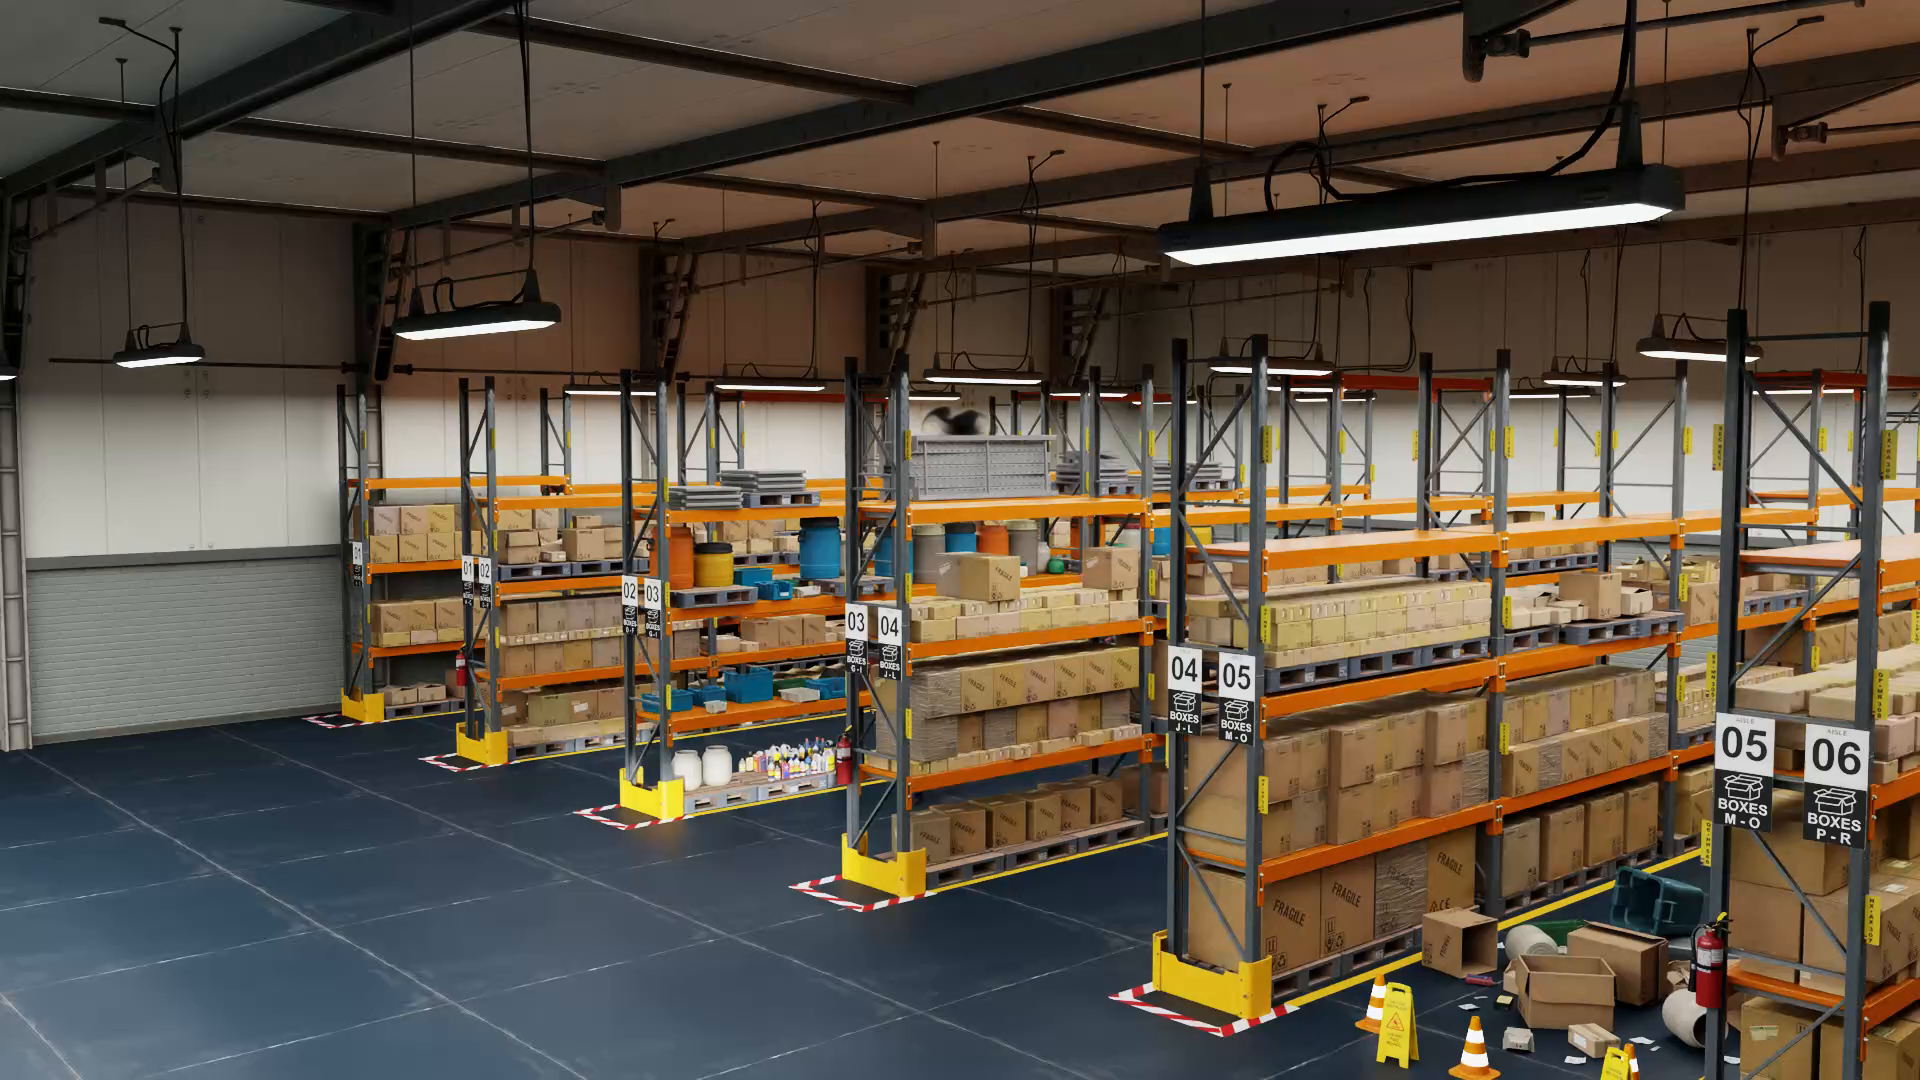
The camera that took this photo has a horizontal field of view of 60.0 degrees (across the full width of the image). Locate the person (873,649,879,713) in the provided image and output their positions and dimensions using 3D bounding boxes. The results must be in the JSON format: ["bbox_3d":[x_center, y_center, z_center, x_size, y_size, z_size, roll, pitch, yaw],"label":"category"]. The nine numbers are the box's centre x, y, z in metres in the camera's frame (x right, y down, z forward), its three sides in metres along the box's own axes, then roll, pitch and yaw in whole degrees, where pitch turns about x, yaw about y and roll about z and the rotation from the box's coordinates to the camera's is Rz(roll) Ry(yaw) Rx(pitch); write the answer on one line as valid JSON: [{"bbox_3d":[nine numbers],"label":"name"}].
[{"bbox_3d":[-1.235,2.525,27.860,0.600,1.609,0.742,3,5,37],"label":"person"}]

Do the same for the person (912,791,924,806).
[{"bbox_3d":[-0.632,2.890,22.967,0.596,1.581,0.689,2,4,28],"label":"person"}]
